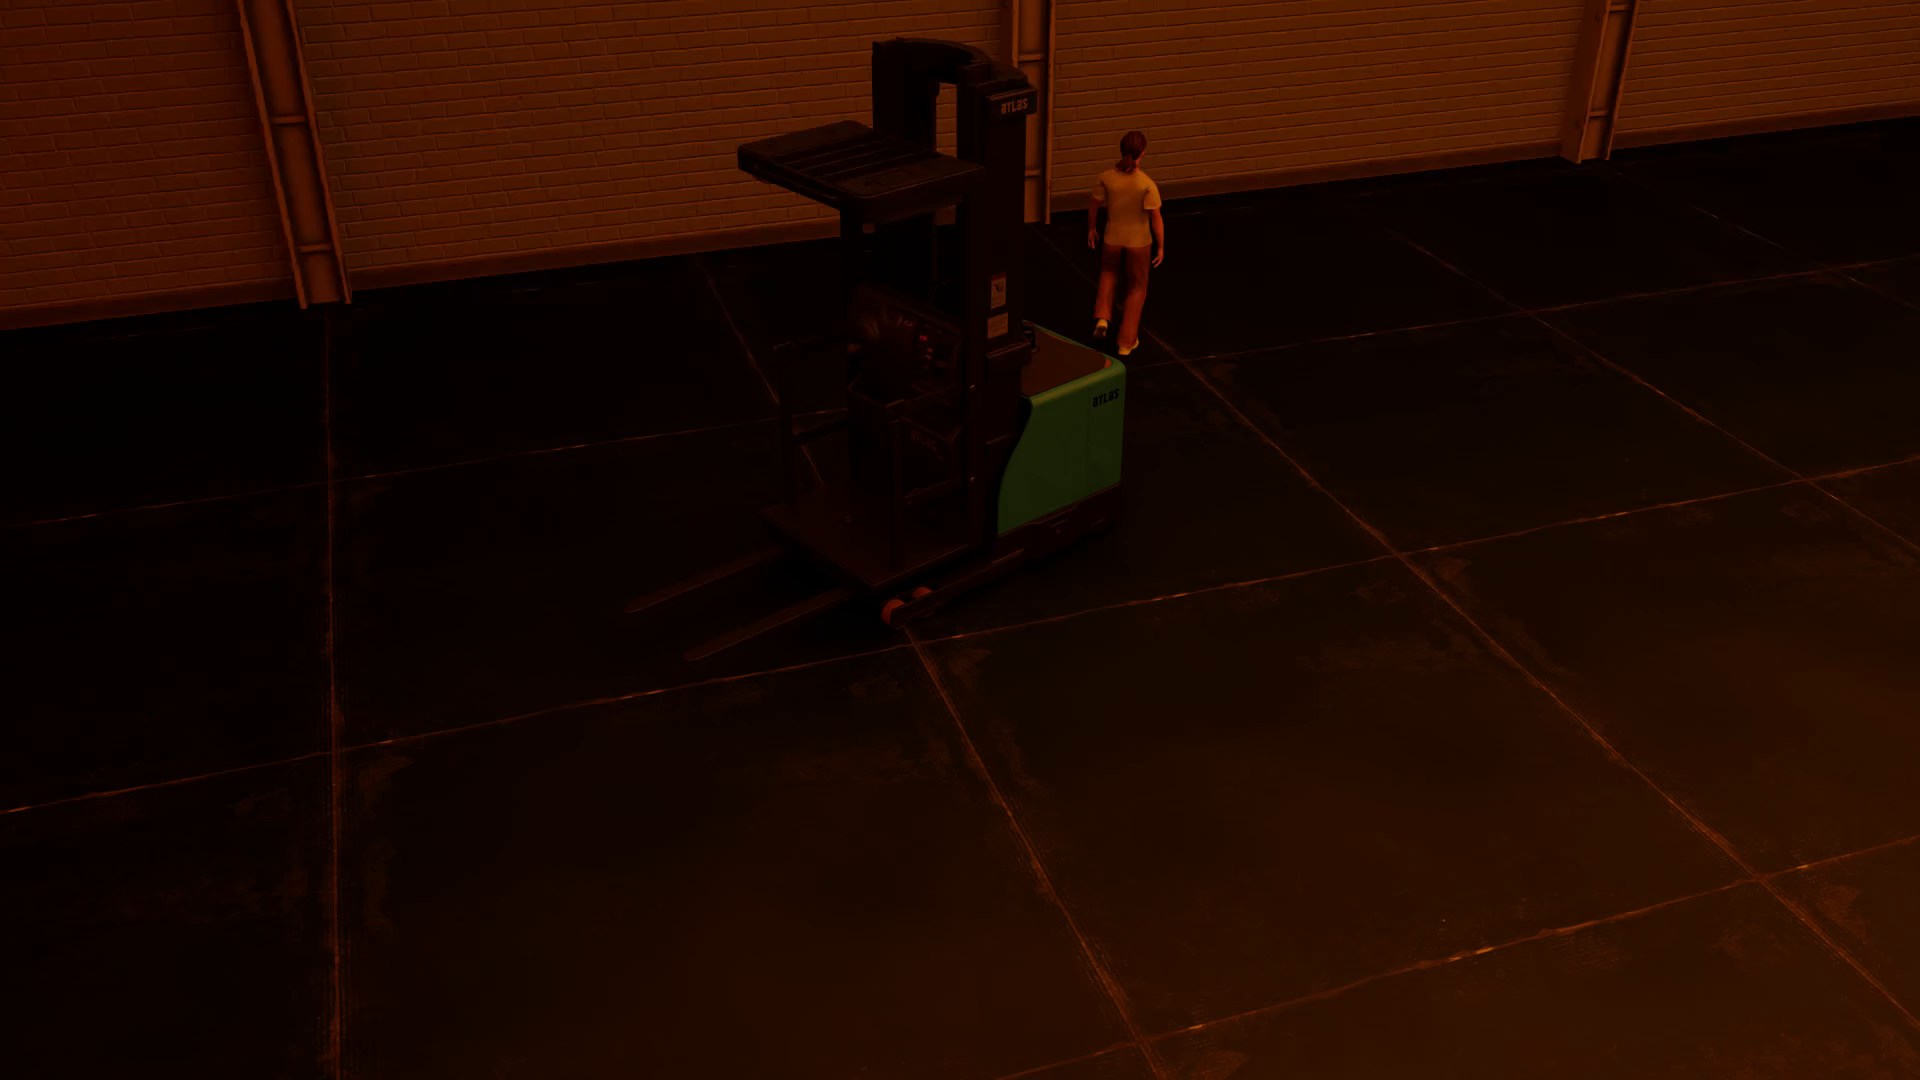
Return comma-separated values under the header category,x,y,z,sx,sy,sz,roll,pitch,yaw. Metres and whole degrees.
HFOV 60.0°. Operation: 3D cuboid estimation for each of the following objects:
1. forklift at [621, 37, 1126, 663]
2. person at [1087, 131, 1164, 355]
category,x,y,z,sx,sy,sz,roll,pitch,yaw
forklift,-0.461,-1.072,8.951,3.031,2.935,1.130,-23,37,-34
person,1.224,-2.187,12.170,0.604,1.655,0.464,11,32,19
